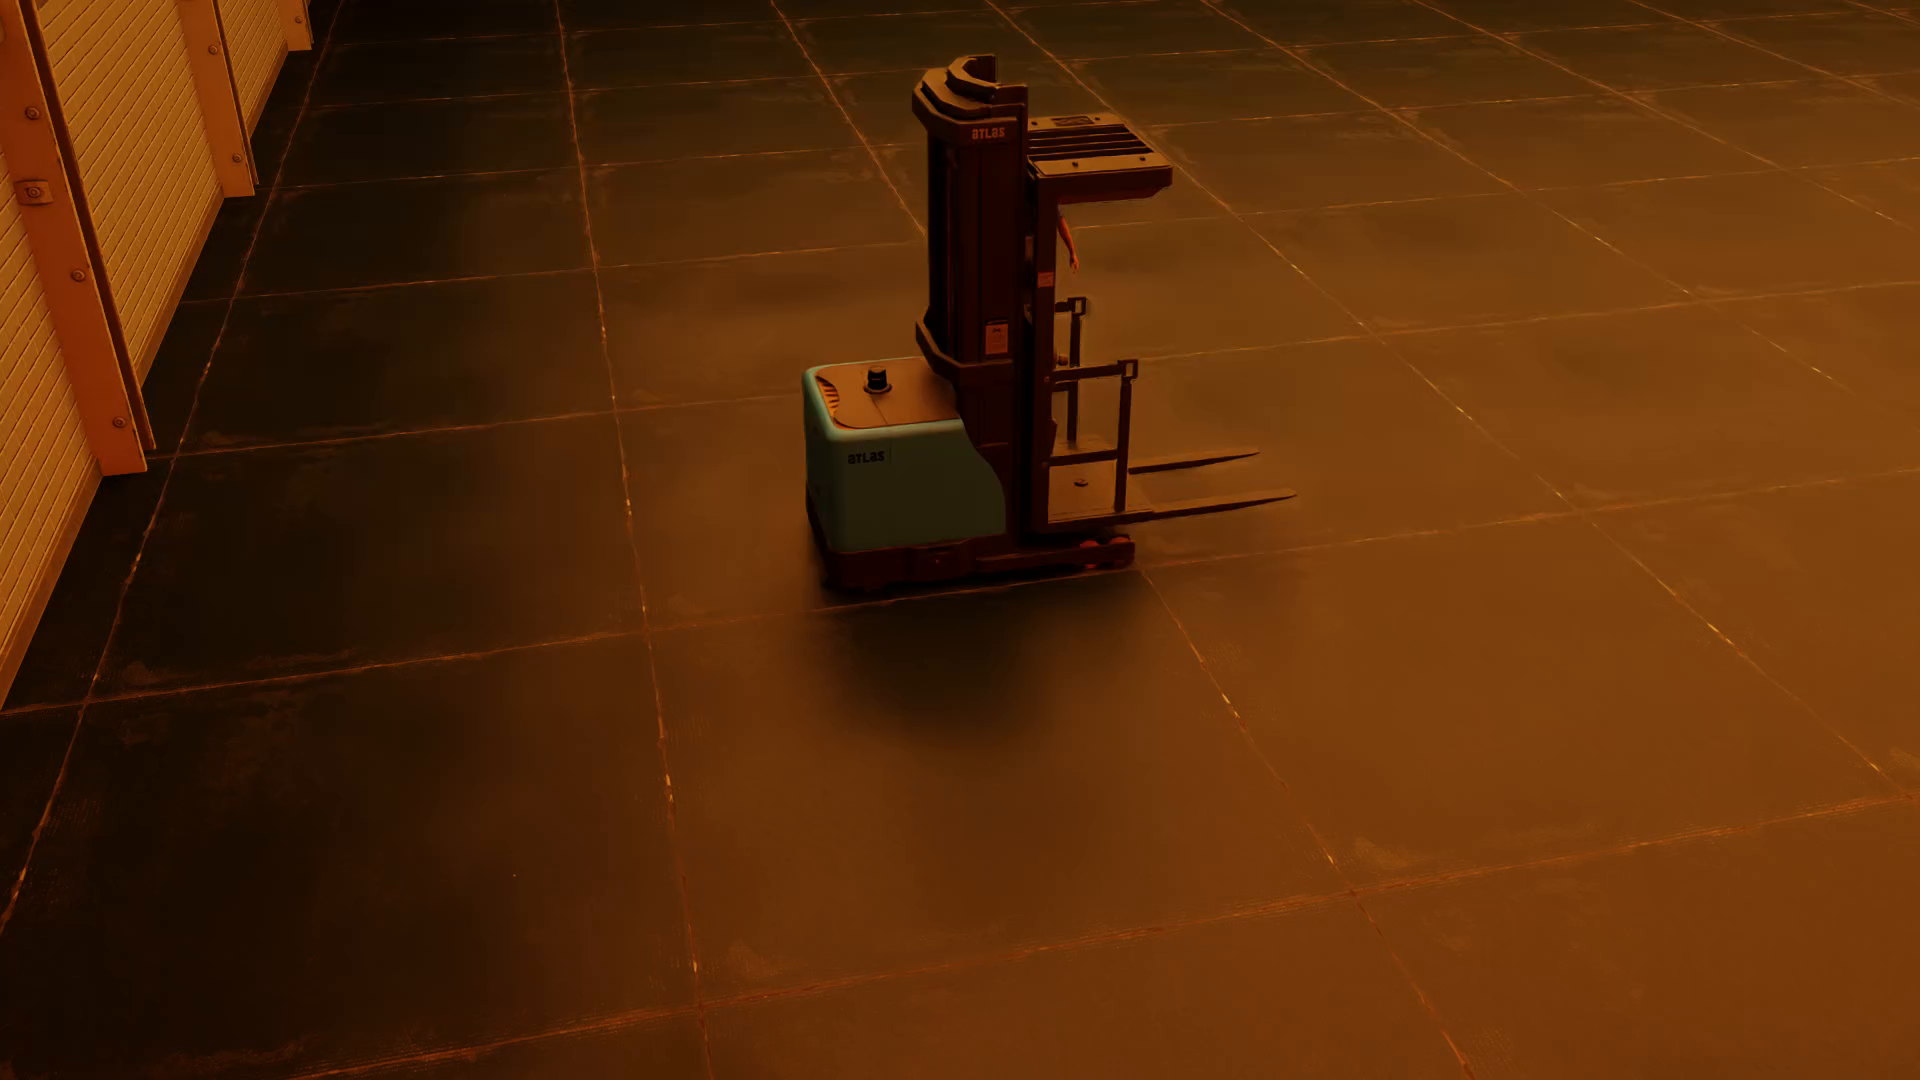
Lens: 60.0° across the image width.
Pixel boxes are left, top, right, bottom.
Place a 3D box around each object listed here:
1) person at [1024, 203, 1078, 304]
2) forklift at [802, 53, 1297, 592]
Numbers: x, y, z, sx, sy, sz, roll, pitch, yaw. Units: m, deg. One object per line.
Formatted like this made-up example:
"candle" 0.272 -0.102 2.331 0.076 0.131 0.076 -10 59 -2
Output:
"person" 0.478 -2.157 12.600 0.779 1.641 0.663 -7 31 -13
"forklift" 0.592 -1.345 9.898 3.031 2.935 1.130 -7 31 -12
